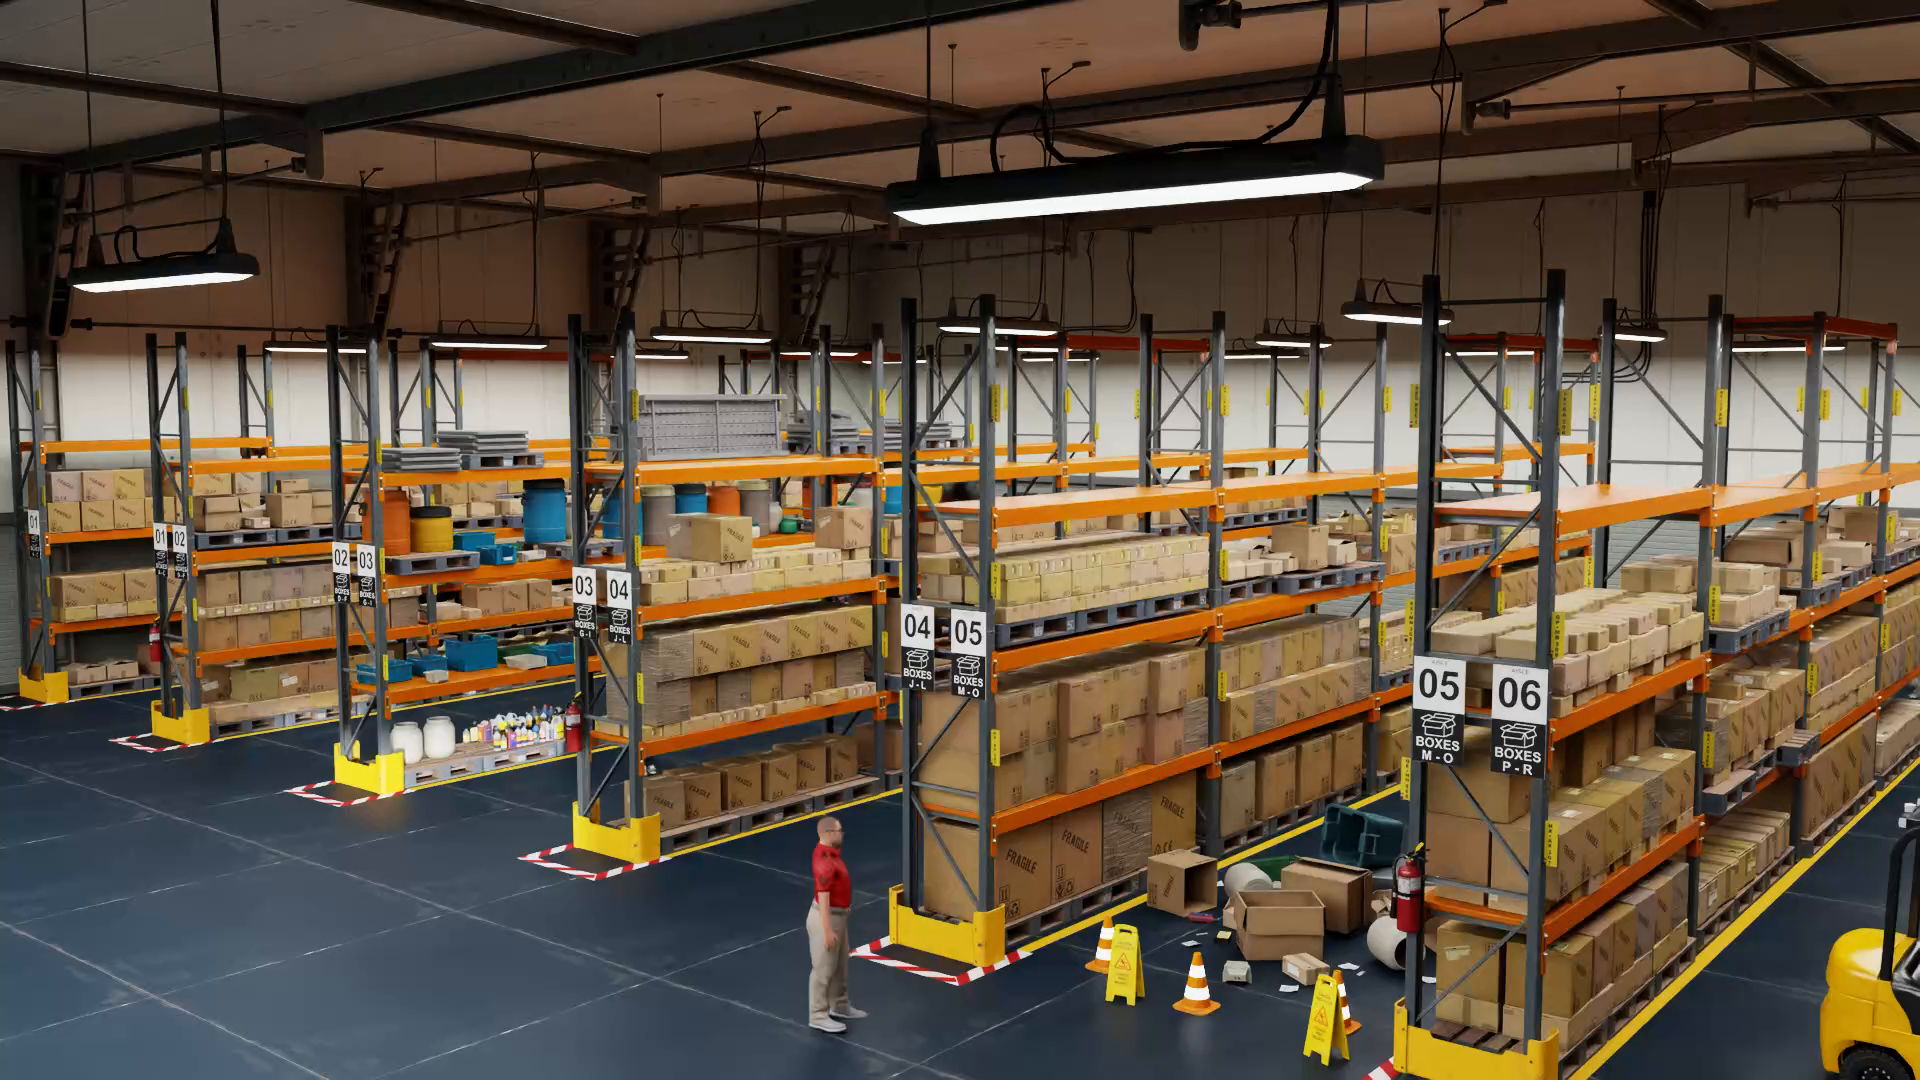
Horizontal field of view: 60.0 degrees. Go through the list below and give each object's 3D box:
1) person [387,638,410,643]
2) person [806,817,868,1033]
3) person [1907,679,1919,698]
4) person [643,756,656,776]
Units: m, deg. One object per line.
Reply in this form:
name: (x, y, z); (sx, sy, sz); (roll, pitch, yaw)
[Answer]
person: (-10.061, 1.709, 29.575); (0.583, 1.739, 0.562); (-2, 6, -21)
person: (-0.998, 3.112, 13.465); (0.476, 1.758, 0.596); (0, 5, 1)
person: (15.554, 1.814, 27.667); (0.940, 1.721, 0.664); (1, 5, 14)
person: (-4.208, 2.361, 22.352); (0.444, 1.611, 0.358); (-4, 7, -38)
